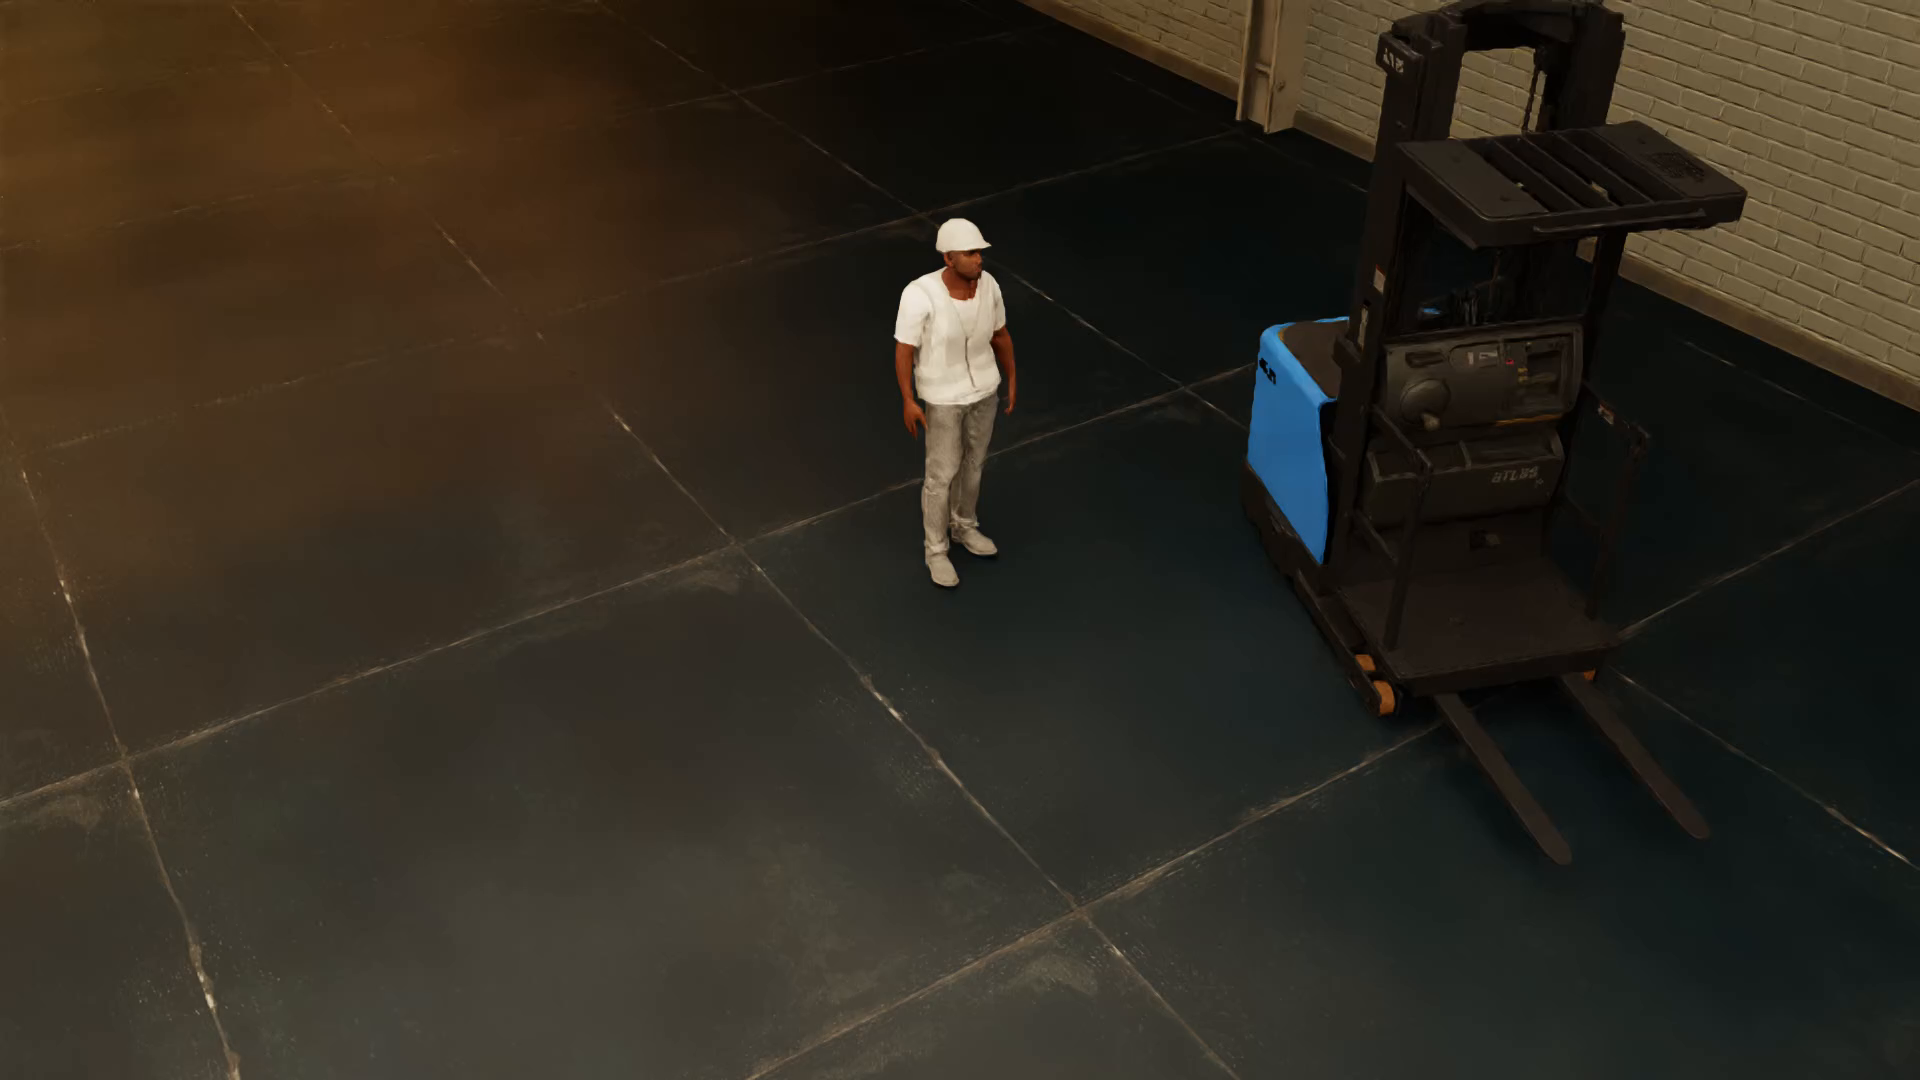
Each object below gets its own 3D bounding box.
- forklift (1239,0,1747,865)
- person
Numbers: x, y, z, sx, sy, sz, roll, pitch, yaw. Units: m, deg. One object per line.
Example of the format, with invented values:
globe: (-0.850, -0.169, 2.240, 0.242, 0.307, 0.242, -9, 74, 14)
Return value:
forklift: (2.327, -0.640, 7.058, 1.130, 2.935, 3.031, -8, 36, -11)
person: (0.033, -0.693, 8.135, 0.665, 1.766, 0.576, -21, 40, -27)
